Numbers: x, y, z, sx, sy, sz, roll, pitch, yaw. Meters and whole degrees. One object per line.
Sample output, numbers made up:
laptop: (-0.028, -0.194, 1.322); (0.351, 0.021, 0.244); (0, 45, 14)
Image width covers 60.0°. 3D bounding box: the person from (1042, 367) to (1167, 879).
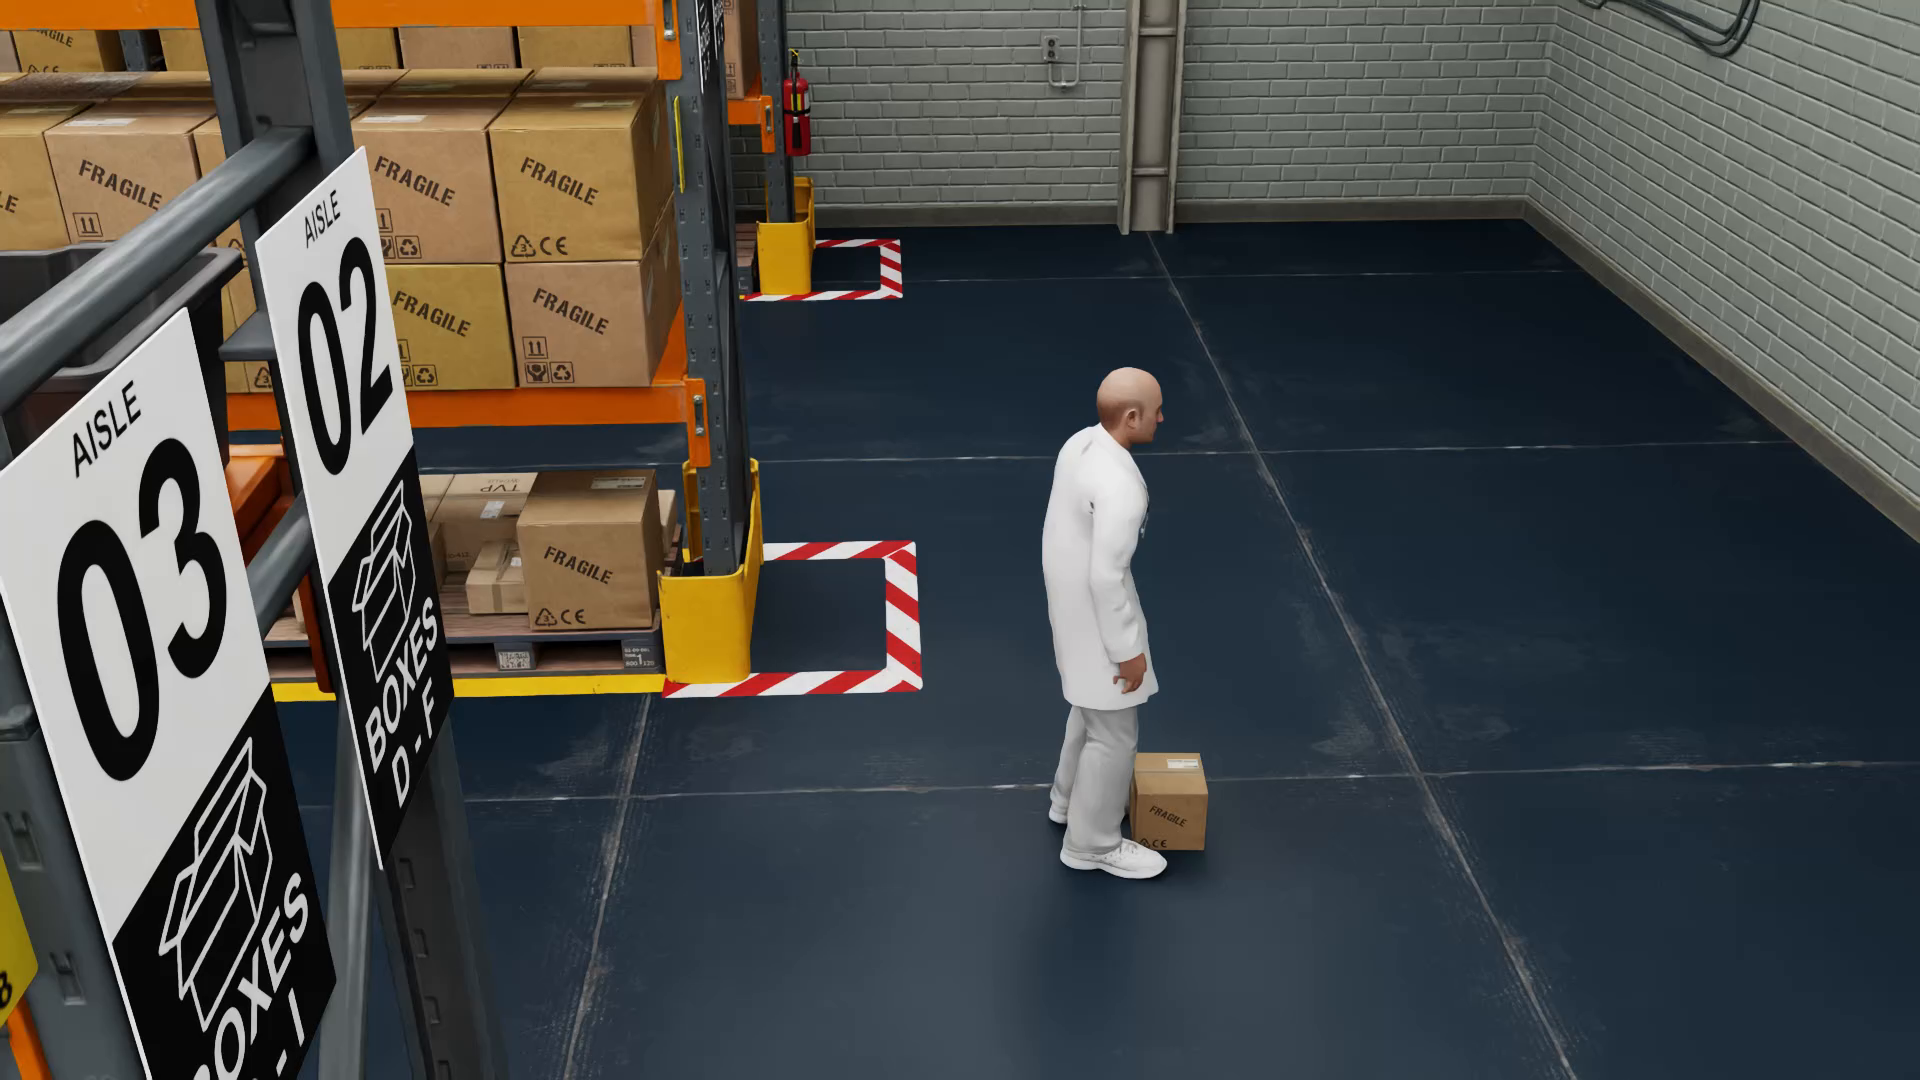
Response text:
person: (0.492, 0.263, 5.624); (0.429, 1.772, 0.649); (-3, 27, -6)
